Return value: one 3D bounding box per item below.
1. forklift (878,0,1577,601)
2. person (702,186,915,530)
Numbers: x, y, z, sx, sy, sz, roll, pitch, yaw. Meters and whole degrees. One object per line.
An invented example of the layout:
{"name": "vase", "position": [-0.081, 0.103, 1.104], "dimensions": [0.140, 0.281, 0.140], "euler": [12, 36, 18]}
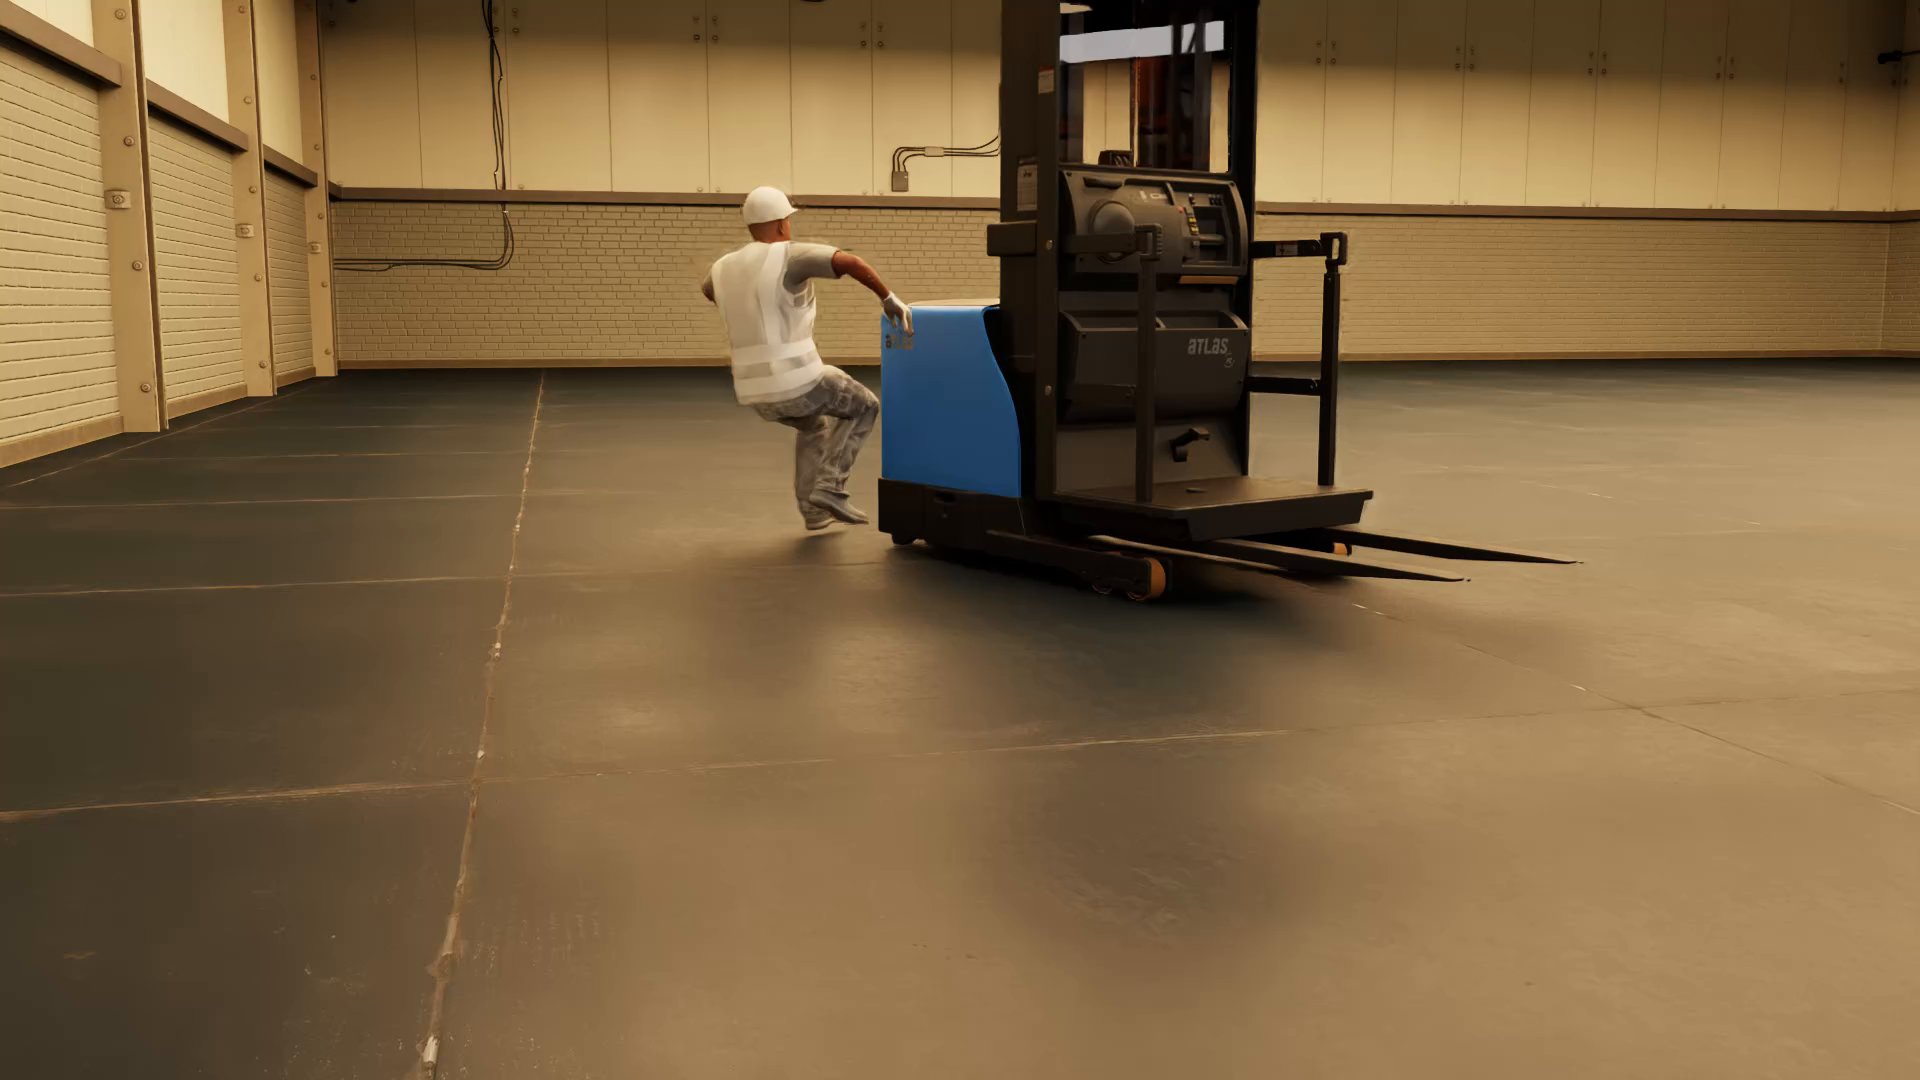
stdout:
{"name": "forklift", "position": [0.912, -1.302, 6.436], "dimensions": [1.130, 2.935, 3.031], "euler": [-6, 10, -36]}
{"name": "person", "position": [-0.657, -0.791, 7.500], "dimensions": [1.156, 1.559, 0.870], "euler": [5, 10, 33]}
